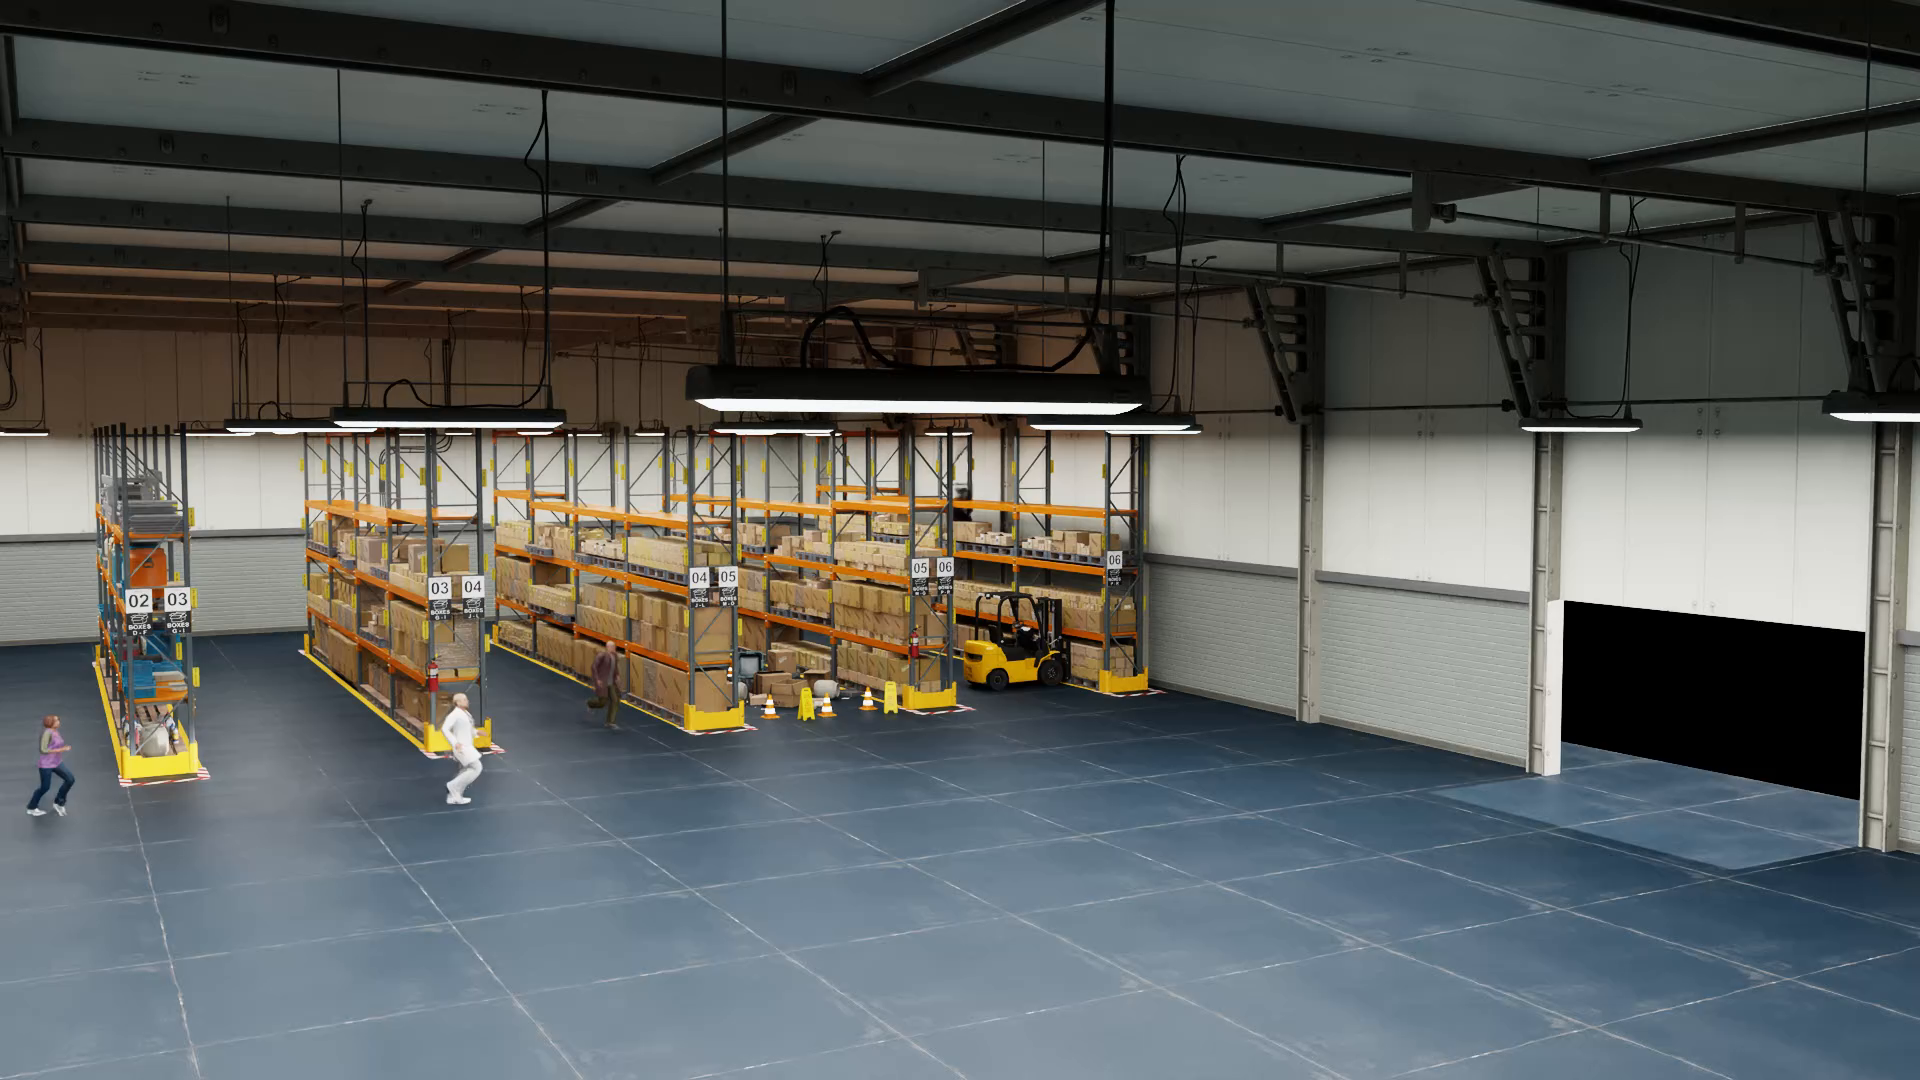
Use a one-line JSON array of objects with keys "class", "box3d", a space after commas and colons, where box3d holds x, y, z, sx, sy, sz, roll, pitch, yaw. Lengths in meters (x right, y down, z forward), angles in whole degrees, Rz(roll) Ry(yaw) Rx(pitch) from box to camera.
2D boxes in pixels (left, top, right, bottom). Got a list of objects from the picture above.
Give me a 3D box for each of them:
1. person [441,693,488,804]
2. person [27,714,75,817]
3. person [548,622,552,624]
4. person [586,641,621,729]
[{"class": "person", "box3d": [-7.728, 3.265, 26.031, 0.653, 1.734, 0.704, 0, 3, -6]}, {"class": "person", "box3d": [-13.725, 3.414, 25.039, 0.717, 1.597, 0.521, 0, 3, 0]}, {"class": "person", "box3d": [-11.884, 2.016, 48.226, 0.535, 1.614, 0.708, 2, 4, 34]}, {"class": "person", "box3d": [-7.050, 2.871, 33.071, 0.866, 1.755, 0.718, 3, 4, 38]}]
